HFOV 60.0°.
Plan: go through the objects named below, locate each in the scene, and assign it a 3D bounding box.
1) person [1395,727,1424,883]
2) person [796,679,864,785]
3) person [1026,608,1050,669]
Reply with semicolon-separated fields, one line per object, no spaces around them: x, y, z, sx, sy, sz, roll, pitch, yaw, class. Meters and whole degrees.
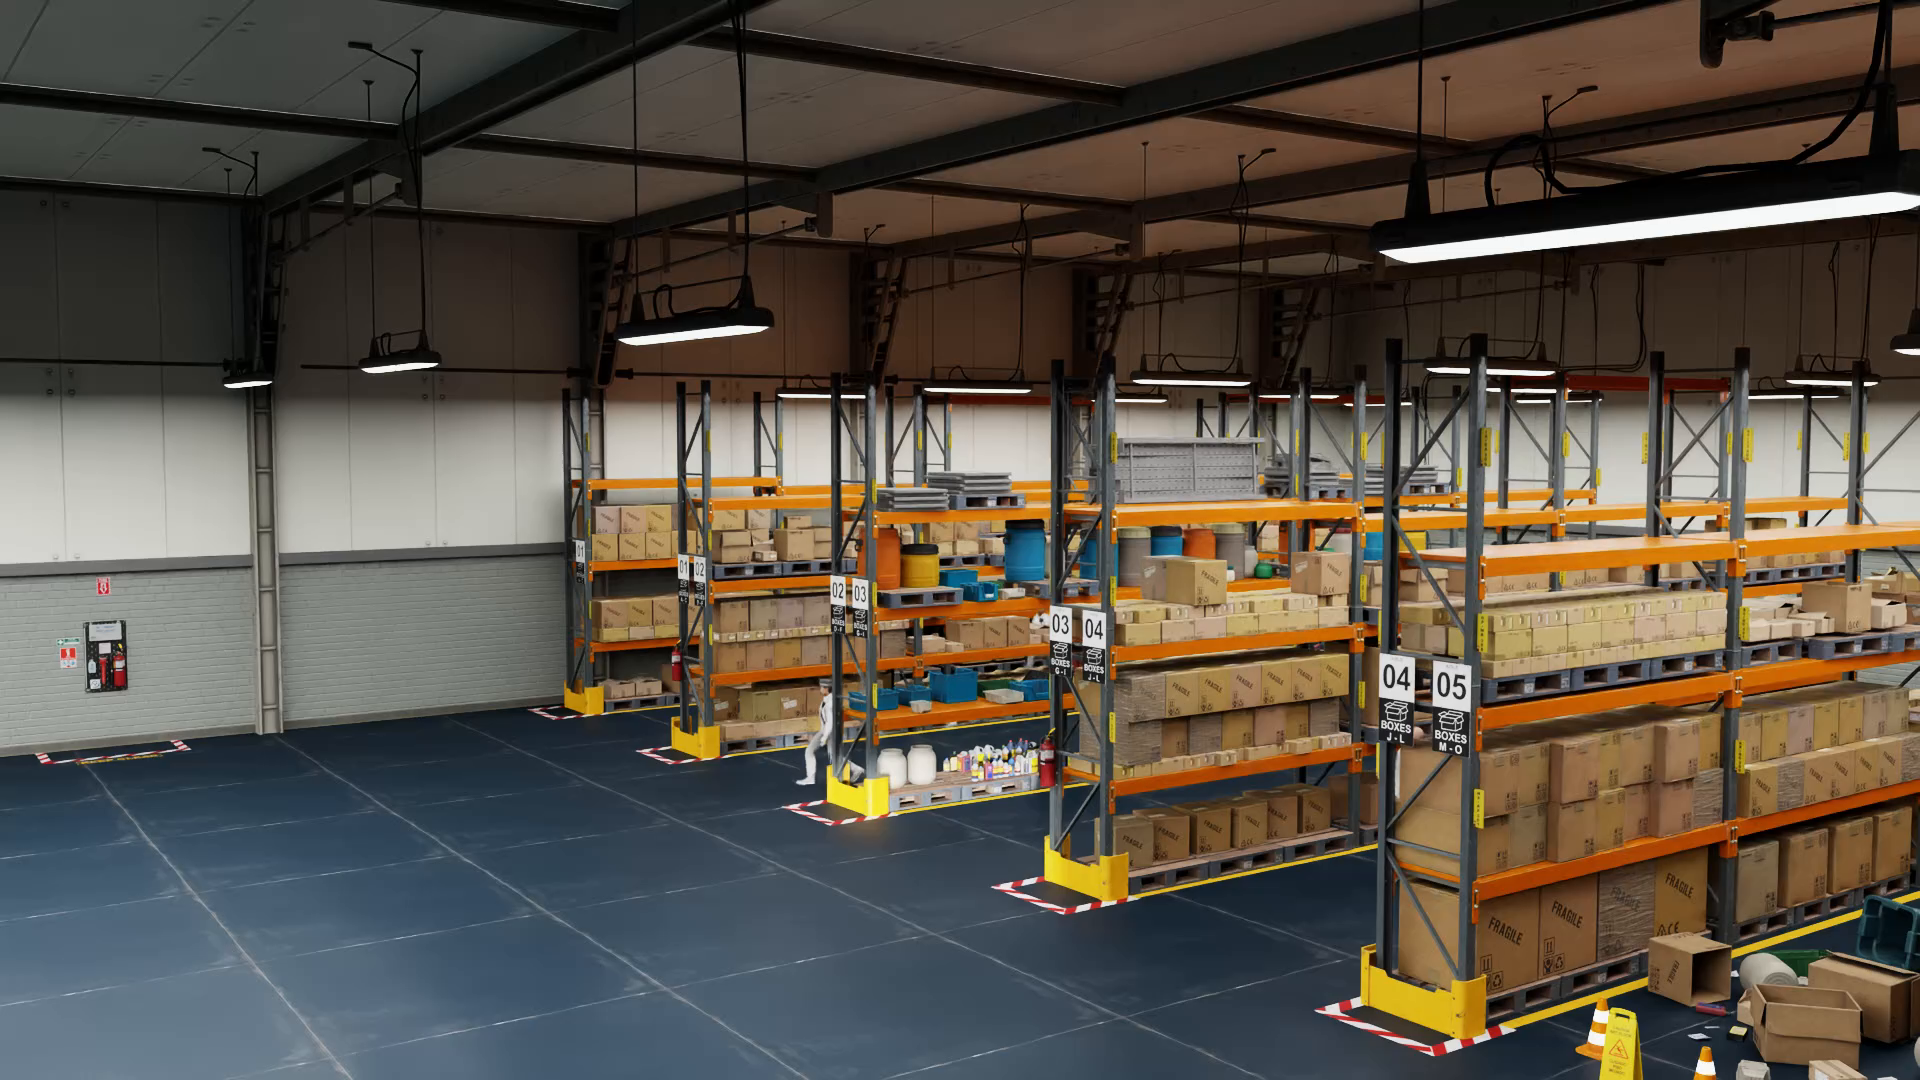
5.256;3.043;19.212;0.642;1.786;0.781;4;5;45;person
-1.933;2.811;24.454;0.988;1.539;0.475;-1;4;-21;person
1.698;2.111;34.884;0.498;1.596;1.069;3;5;40;person
